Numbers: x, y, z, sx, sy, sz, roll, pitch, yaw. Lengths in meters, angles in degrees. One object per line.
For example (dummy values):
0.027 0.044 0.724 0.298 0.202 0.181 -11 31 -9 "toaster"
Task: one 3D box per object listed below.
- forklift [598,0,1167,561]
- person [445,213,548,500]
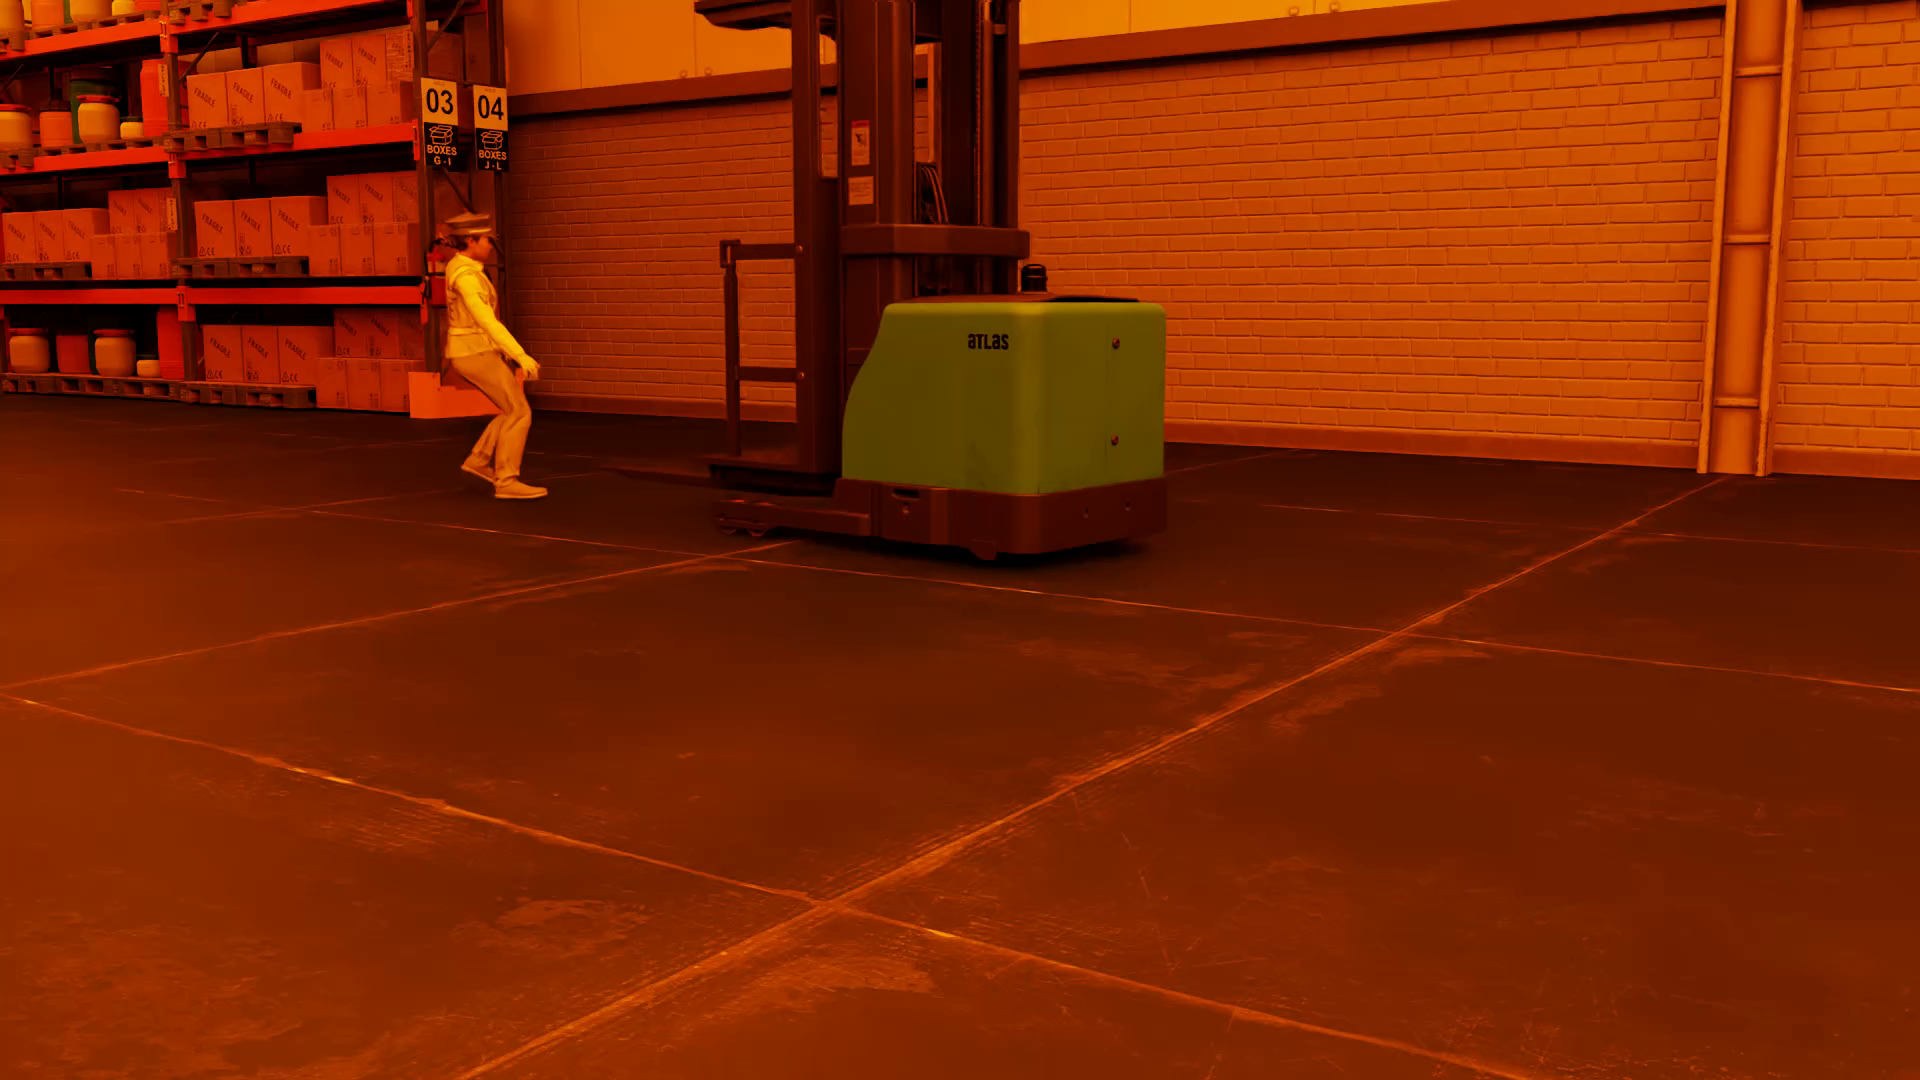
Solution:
-0.532 -1.510 7.813 3.031 2.935 1.130 7 11 40 "forklift"
-2.608 -1.031 9.278 0.489 1.557 0.721 -3 9 -20 "person"
